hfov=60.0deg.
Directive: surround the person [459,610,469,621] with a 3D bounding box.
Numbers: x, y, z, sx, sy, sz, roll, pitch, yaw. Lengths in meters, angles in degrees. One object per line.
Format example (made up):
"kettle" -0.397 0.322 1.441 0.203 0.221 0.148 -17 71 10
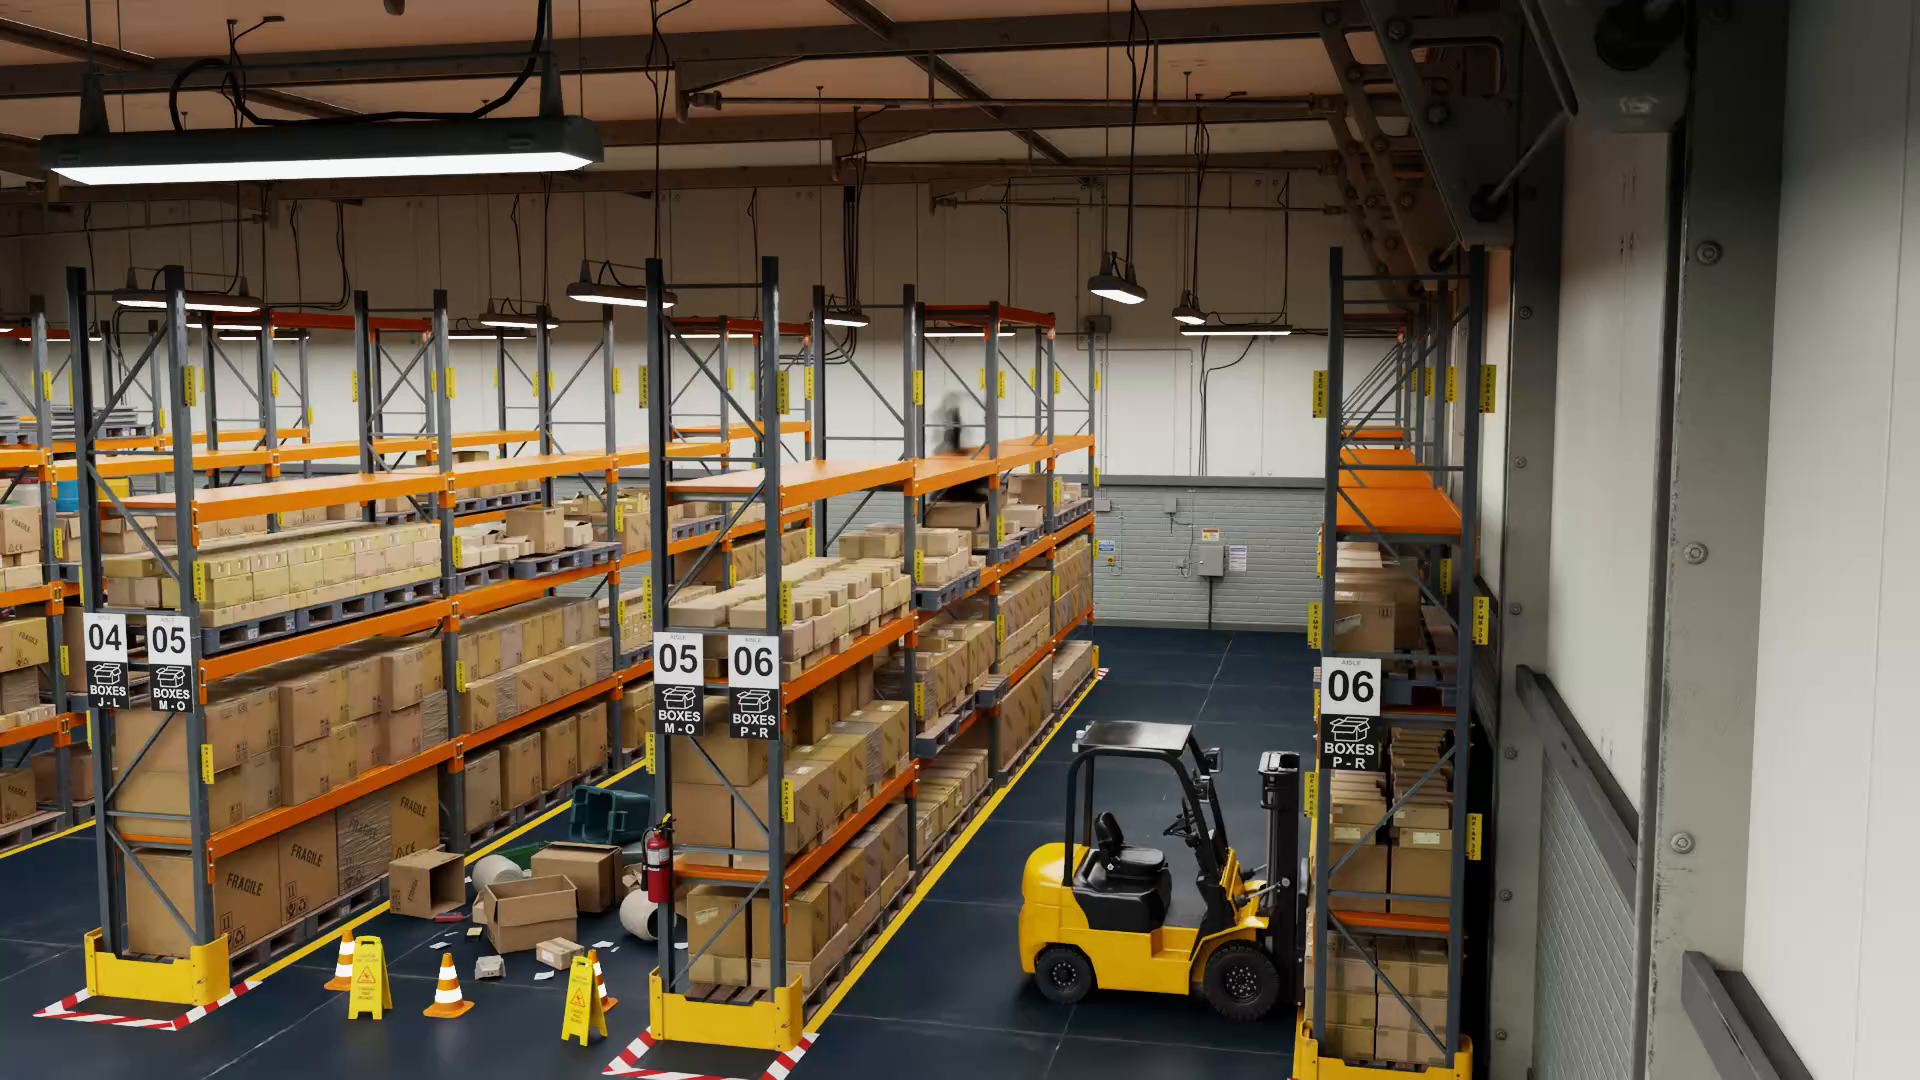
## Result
"person" -7.390 1.777 24.643 0.648 1.799 0.918 1 6 6
